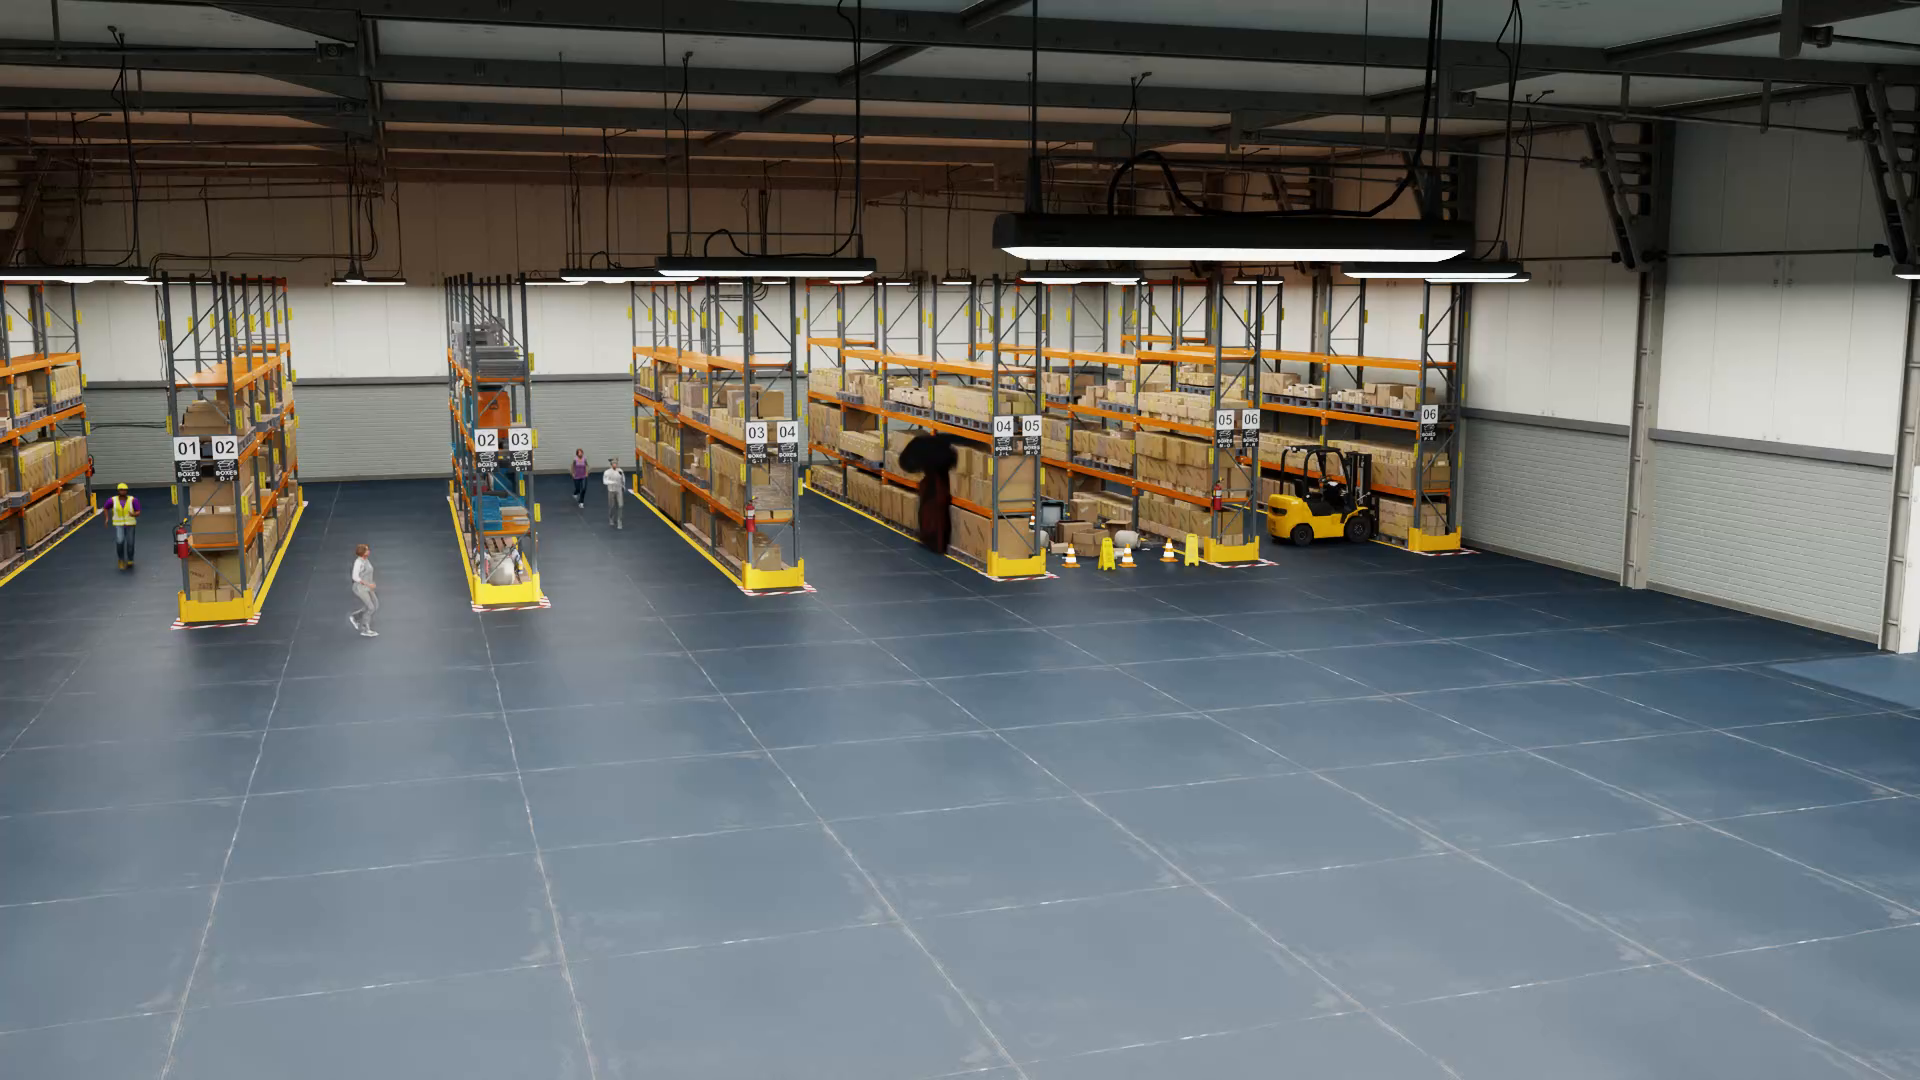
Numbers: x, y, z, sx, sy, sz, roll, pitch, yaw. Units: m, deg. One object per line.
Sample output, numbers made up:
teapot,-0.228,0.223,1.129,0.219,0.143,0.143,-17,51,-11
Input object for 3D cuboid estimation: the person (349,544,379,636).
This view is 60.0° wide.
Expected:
person,-9.883,0.832,27.467,0.540,1.563,0.562,0,9,1

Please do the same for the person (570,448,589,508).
person,-10.057,-1.651,43.927,0.518,1.560,0.652,-4,10,-25

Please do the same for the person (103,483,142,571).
person,-17.130,-0.273,34.066,0.696,1.790,0.714,-5,10,-28

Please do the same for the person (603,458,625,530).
person,-8.289,-1.125,39.924,0.564,1.743,0.833,-3,9,-21
